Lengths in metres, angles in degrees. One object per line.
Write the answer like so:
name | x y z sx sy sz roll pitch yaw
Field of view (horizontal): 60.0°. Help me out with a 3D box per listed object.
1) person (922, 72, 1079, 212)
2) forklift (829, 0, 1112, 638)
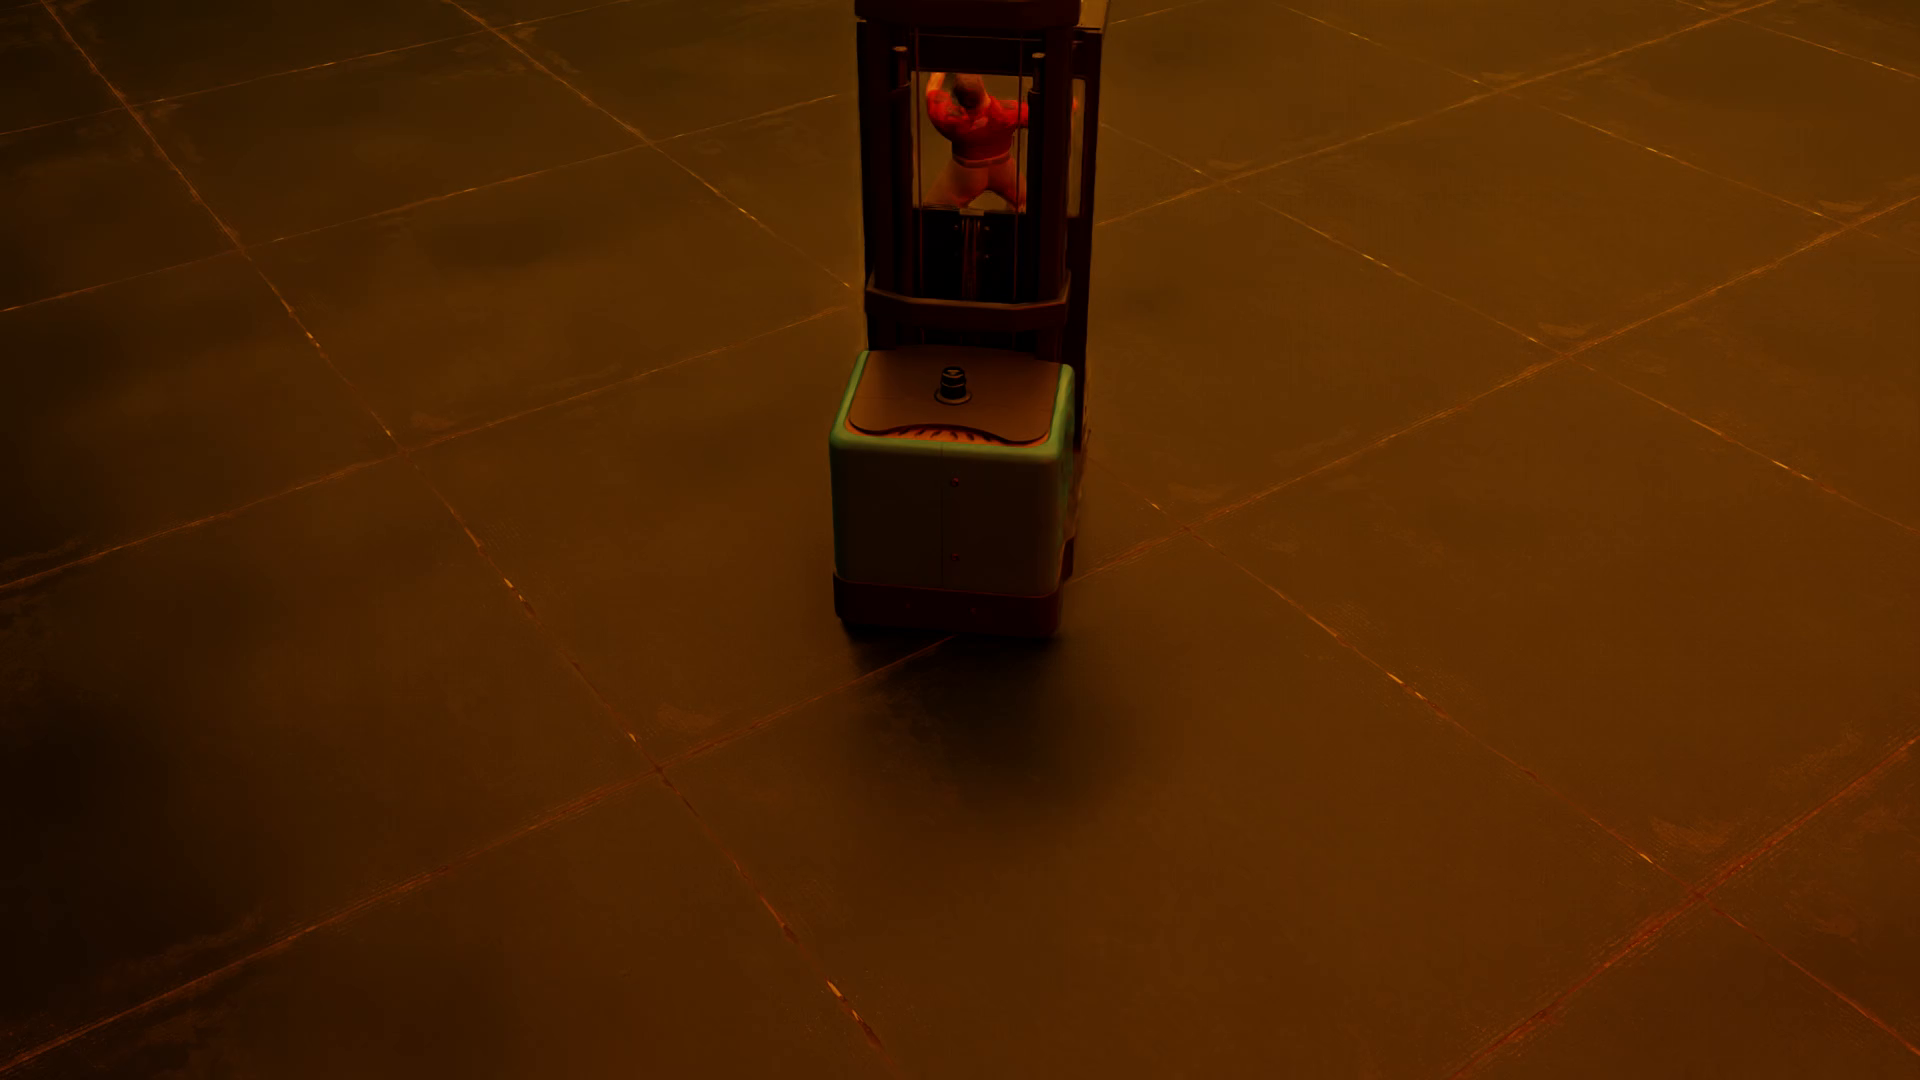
person | 0.256 -2.301 10.255 1.079 1.496 0.700 -13 38 -17
forklift | 0.120 -1.593 8.098 1.130 2.935 3.031 5 37 6
